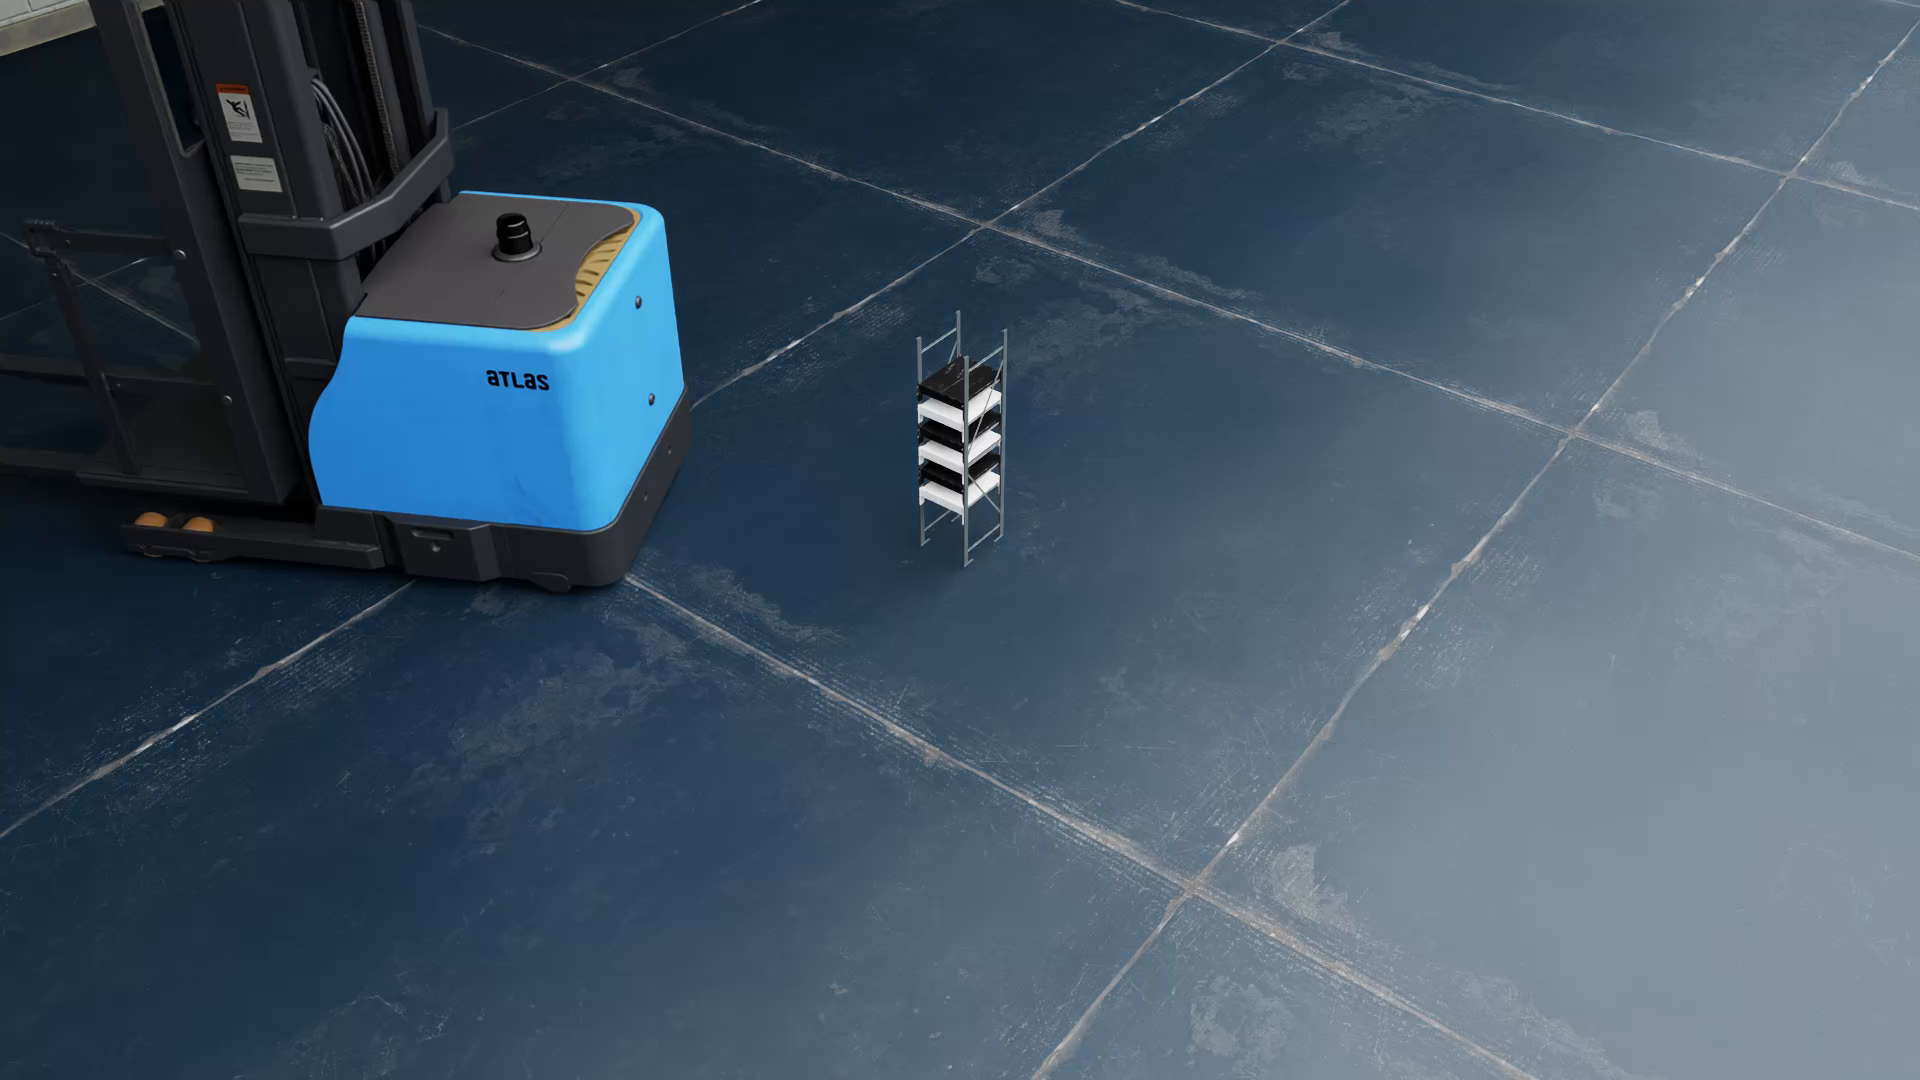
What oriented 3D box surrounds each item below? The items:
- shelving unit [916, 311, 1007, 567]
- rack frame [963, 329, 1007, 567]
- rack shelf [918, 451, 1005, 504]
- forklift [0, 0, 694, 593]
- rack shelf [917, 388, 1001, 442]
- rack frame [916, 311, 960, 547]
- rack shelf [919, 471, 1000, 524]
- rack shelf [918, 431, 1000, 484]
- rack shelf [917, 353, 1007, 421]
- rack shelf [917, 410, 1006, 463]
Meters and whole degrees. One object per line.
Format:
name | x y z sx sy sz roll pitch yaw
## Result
shelving unit | 0.006 -0.351 5.969 0.210 0.900 0.258 25 45 29
rack frame | 0.087 -0.313 5.920 0.006 0.900 0.240 25 45 29
rack shelf | 0.006 -0.254 6.045 0.200 0.077 0.258 25 45 29
forklift | -2.629 -1.387 5.644 3.031 2.935 1.130 6 38 7
rack shelf | 0.006 -0.467 5.878 0.200 0.077 0.258 25 45 29
rack frame | -0.074 -0.389 6.017 0.006 0.900 0.240 25 45 29
rack shelf | 0.006 -0.183 6.100 0.200 0.077 0.258 25 45 29
rack shelf | 0.006 -0.325 5.989 0.200 0.077 0.258 25 45 29
rack shelf | 0.006 -0.538 5.823 0.200 0.077 0.258 25 45 29
rack shelf | 0.006 -0.396 5.934 0.200 0.077 0.258 25 45 29
